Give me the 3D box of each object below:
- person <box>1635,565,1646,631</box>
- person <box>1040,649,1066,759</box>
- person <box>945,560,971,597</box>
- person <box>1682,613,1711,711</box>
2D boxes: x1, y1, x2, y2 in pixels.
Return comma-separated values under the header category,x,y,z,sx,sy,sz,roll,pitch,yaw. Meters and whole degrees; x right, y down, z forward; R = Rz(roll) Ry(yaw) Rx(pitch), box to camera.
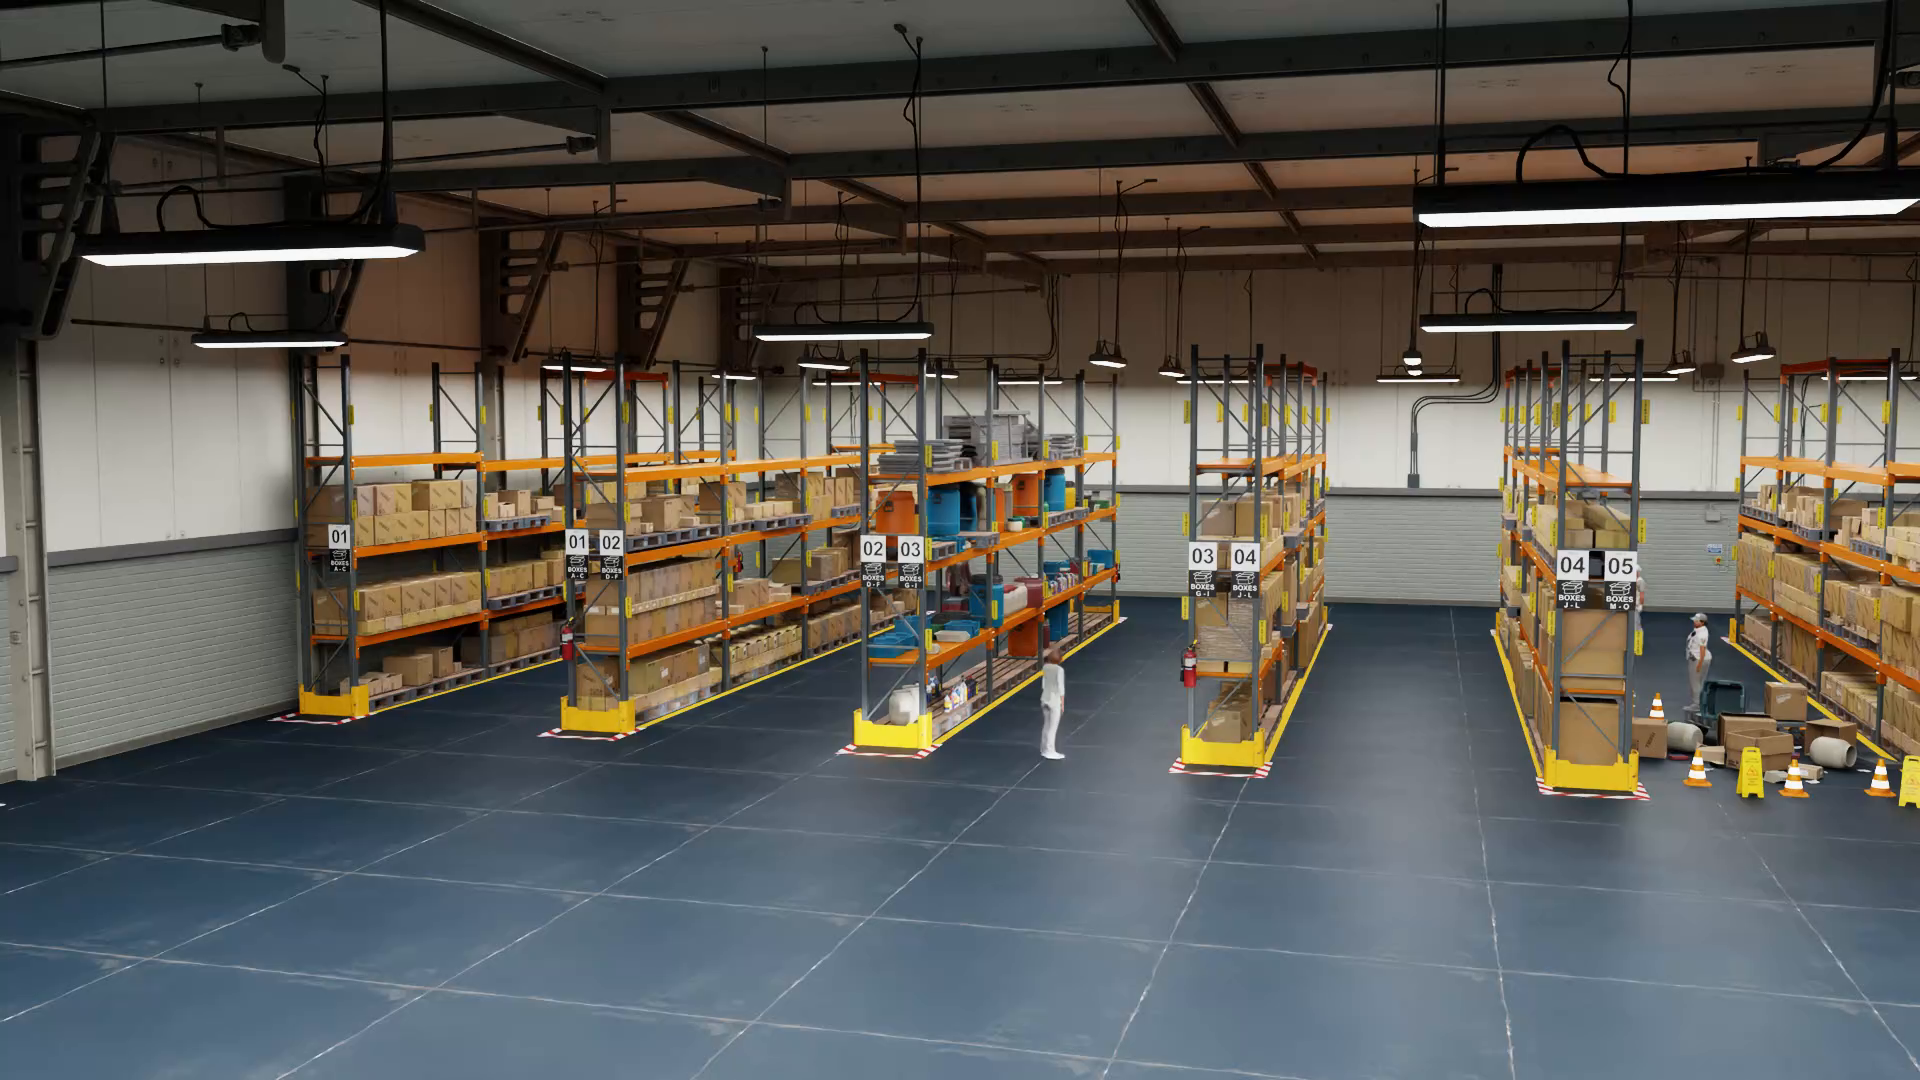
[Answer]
category,x,y,z,sx,sy,sz,roll,pitch,yaw
person,14.504,1.428,35.831,0.479,1.793,0.604,1,5,19
person,1.359,2.389,24.208,0.330,1.608,0.431,-4,6,-40
person,-0.048,1.073,40.762,0.634,1.713,1.181,1,4,11
person,12.519,2.070,28.183,0.419,1.673,0.513,4,6,41
